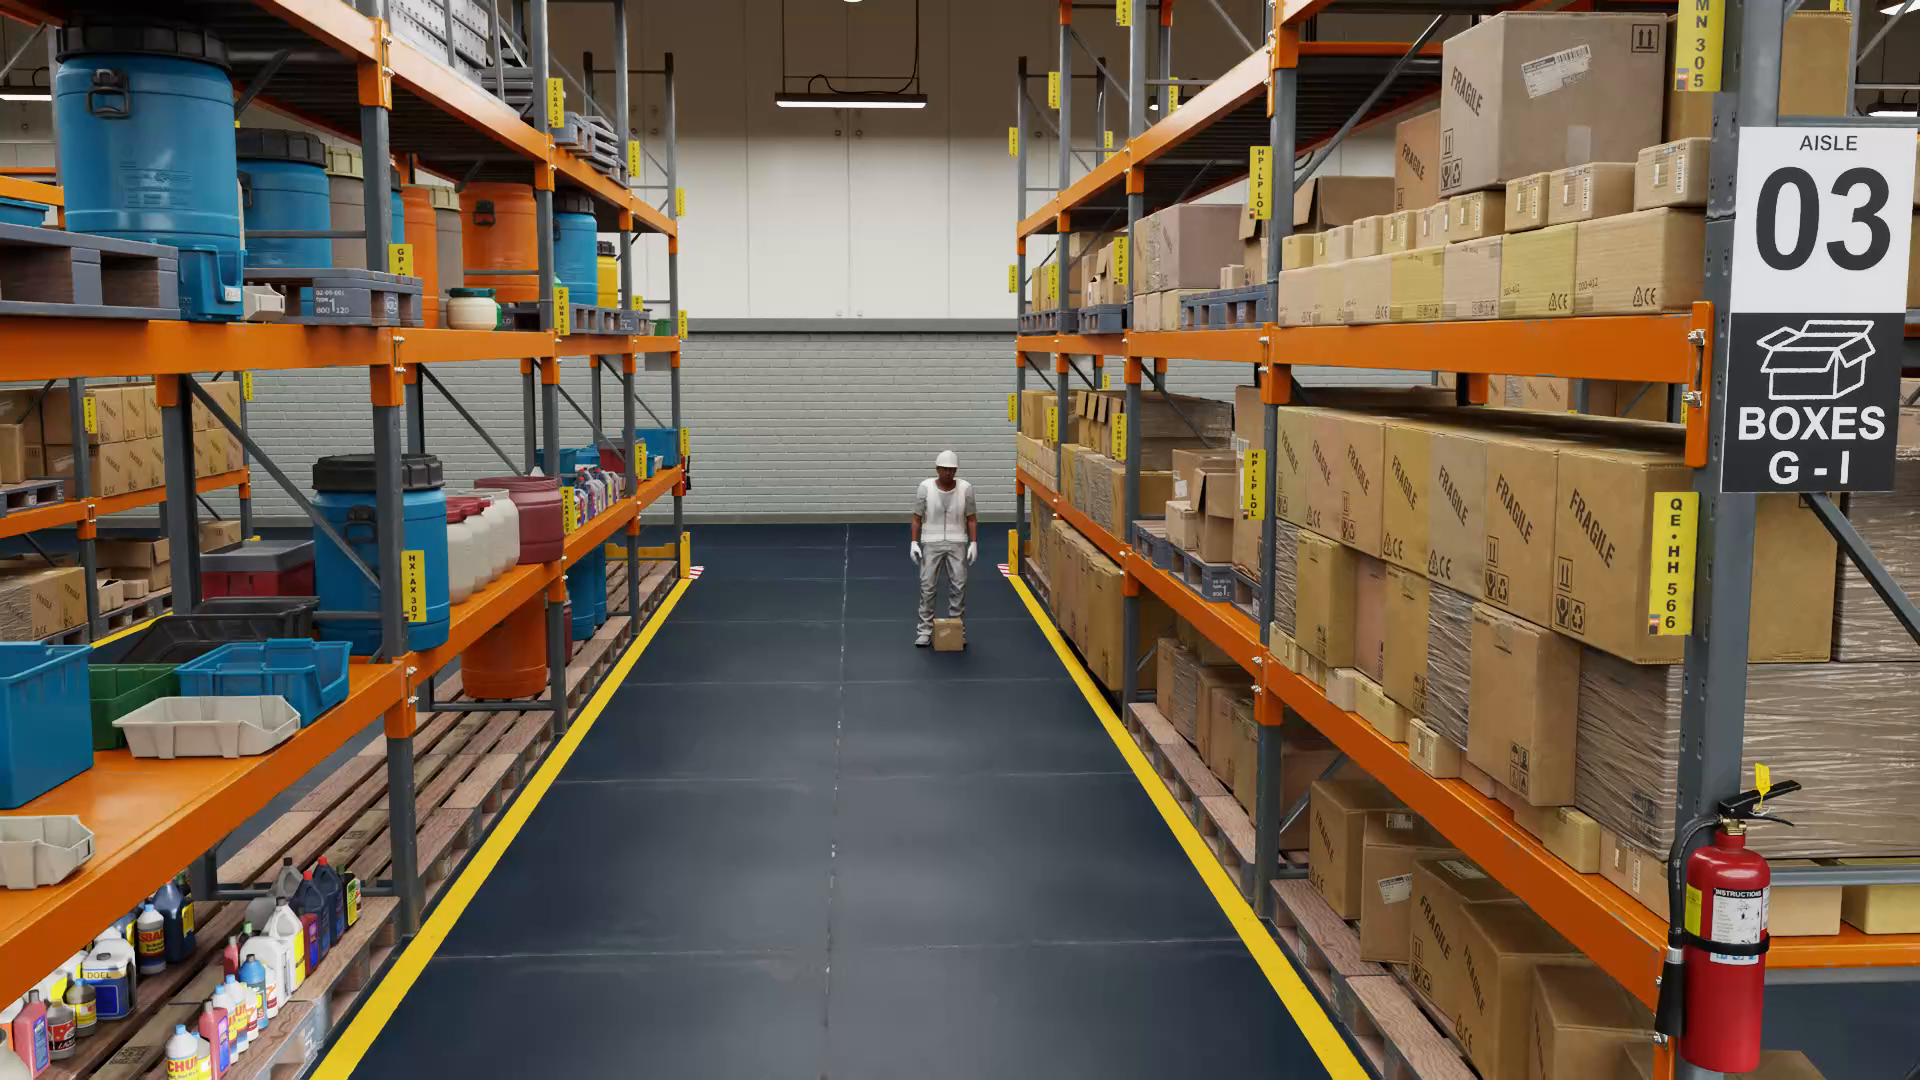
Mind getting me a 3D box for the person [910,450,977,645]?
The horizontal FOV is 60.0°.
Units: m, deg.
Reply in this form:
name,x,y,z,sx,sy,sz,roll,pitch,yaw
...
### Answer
name,x,y,z,sx,sy,sz,roll,pitch,yaw
person,-0.145,0.069,15.115,0.614,1.773,0.450,-1,7,-4
